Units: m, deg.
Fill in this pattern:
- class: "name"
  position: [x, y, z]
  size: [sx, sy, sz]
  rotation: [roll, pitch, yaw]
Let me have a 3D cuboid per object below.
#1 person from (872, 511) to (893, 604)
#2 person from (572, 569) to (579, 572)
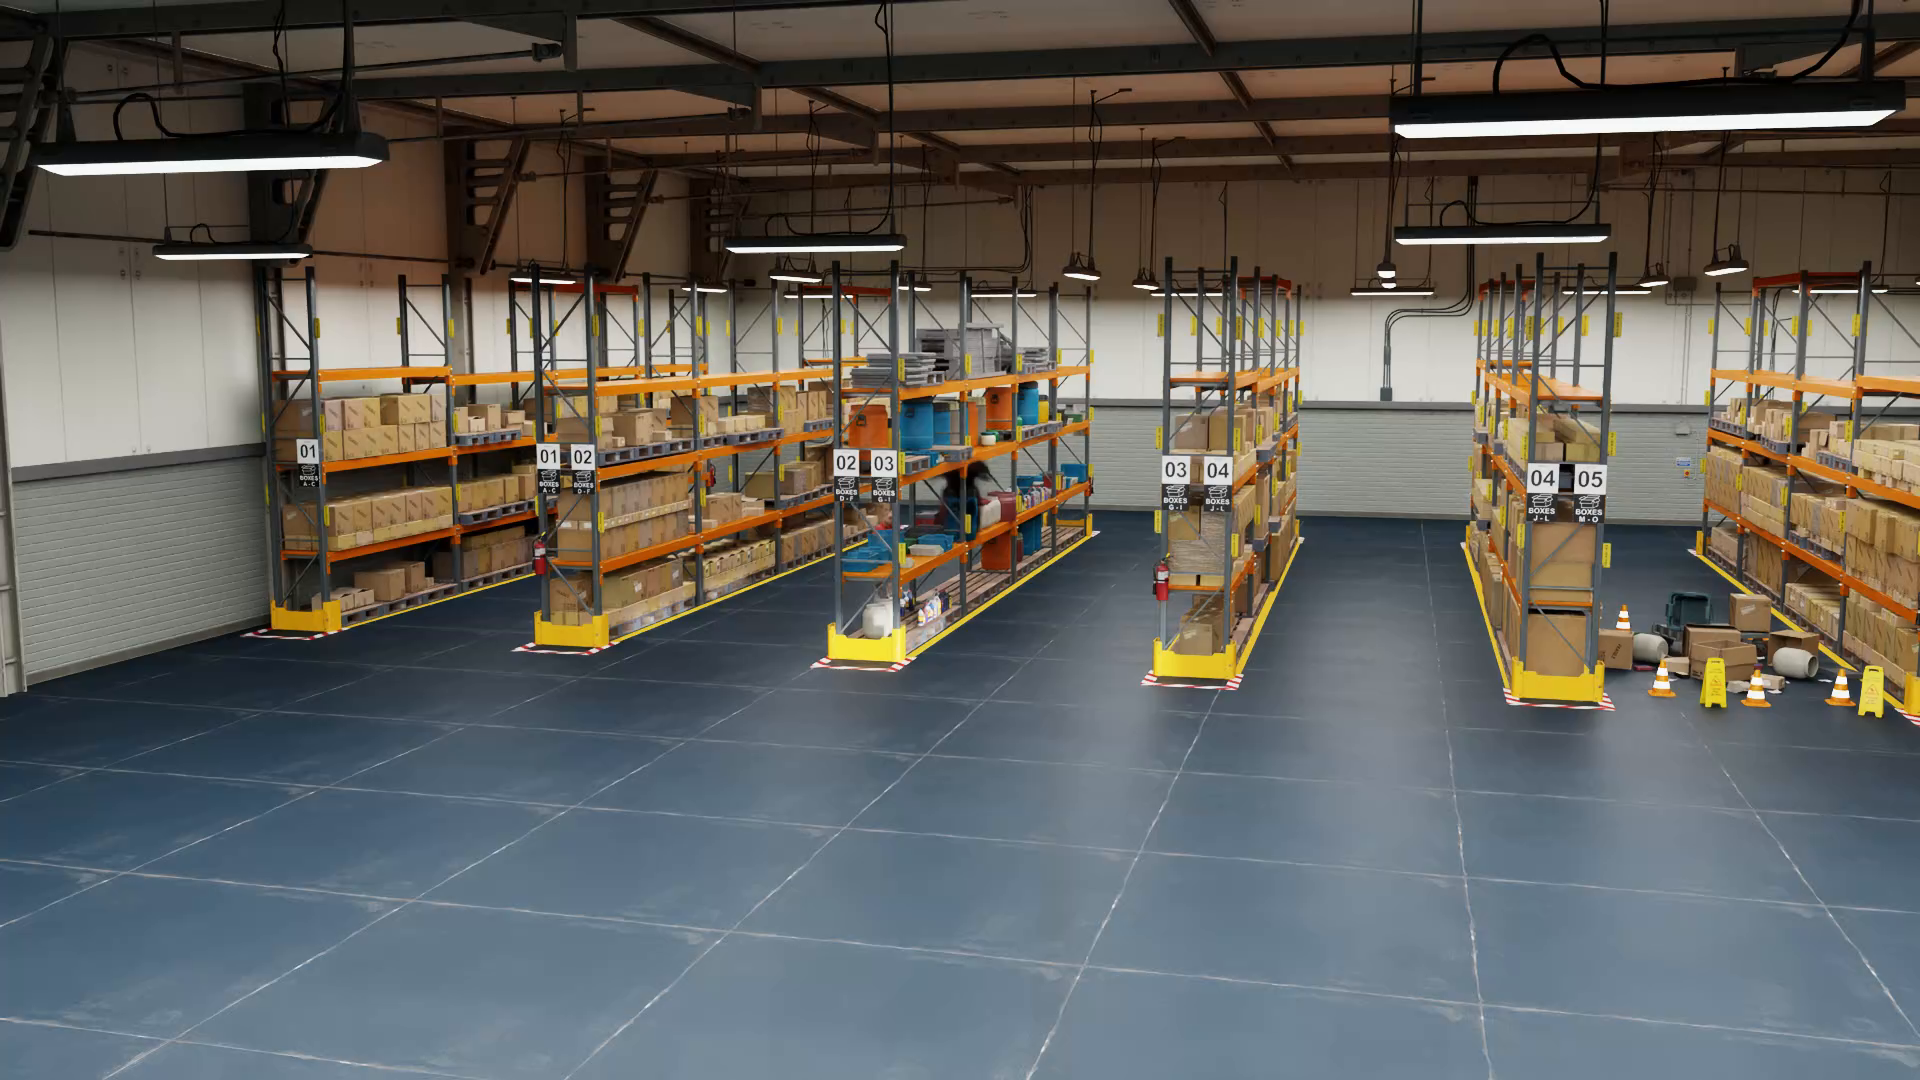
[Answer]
- class: "person"
  position: [-1.341, 0.340, 30.158]
  size: [0.560, 1.747, 0.584]
  rotation: [-2, 8, -15]
- class: "person"
  position: [-7.794, -0.217, 34.473]
  size: [0.617, 1.640, 0.996]
  rotation: [2, 8, 15]
